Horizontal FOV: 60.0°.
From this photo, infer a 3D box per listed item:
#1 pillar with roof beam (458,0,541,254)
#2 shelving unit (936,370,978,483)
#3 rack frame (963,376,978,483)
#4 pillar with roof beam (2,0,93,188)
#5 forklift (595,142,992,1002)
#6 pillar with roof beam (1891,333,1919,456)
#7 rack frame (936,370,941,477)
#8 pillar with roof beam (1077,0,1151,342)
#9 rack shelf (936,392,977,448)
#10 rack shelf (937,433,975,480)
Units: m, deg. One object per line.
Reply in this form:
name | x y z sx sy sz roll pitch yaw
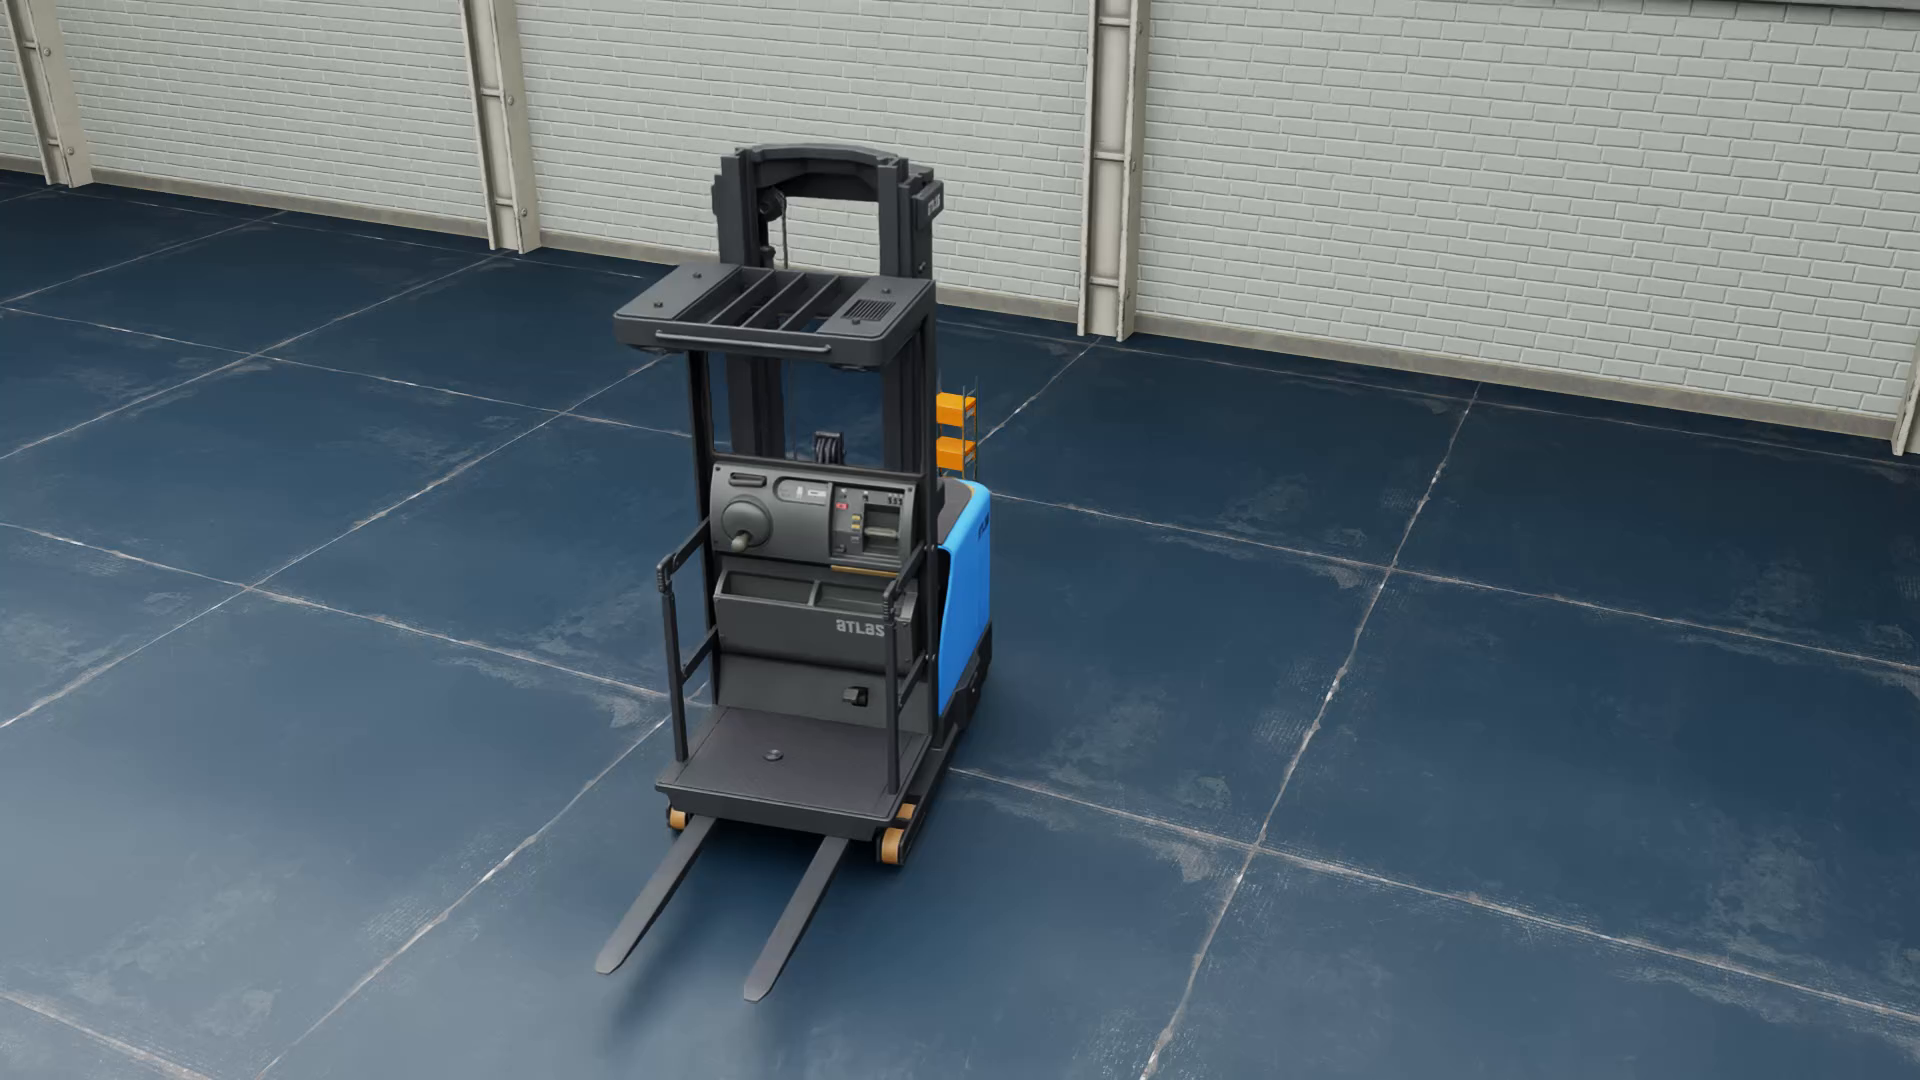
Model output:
pillar with roof beam | -6.037 -5.115 10.452 0.400 9.000 9.100 11 28 22
shelving unit | -0.049 -0.481 10.038 0.252 1.050 0.215 11 28 22
rack frame | 0.062 -0.458 9.993 0.008 1.050 0.200 11 28 22
pillar with roof beam | -11.499 -6.212 12.680 0.400 9.000 9.100 11 28 22
forklift | -0.699 -0.069 7.073 1.130 2.935 3.031 7 27 13
pillar with roof beam | 4.886 -2.921 5.996 0.400 9.000 9.100 11 28 22
rack frame | -0.160 -0.503 10.083 0.008 1.050 0.200 11 28 22
pillar with roof beam | -0.576 -4.018 8.224 0.400 9.000 9.100 11 28 22
rack shelf | -0.049 -0.726 9.917 0.240 0.259 0.215 11 28 22
rack shelf | -0.049 -0.471 10.043 0.240 0.259 0.215 11 28 22
